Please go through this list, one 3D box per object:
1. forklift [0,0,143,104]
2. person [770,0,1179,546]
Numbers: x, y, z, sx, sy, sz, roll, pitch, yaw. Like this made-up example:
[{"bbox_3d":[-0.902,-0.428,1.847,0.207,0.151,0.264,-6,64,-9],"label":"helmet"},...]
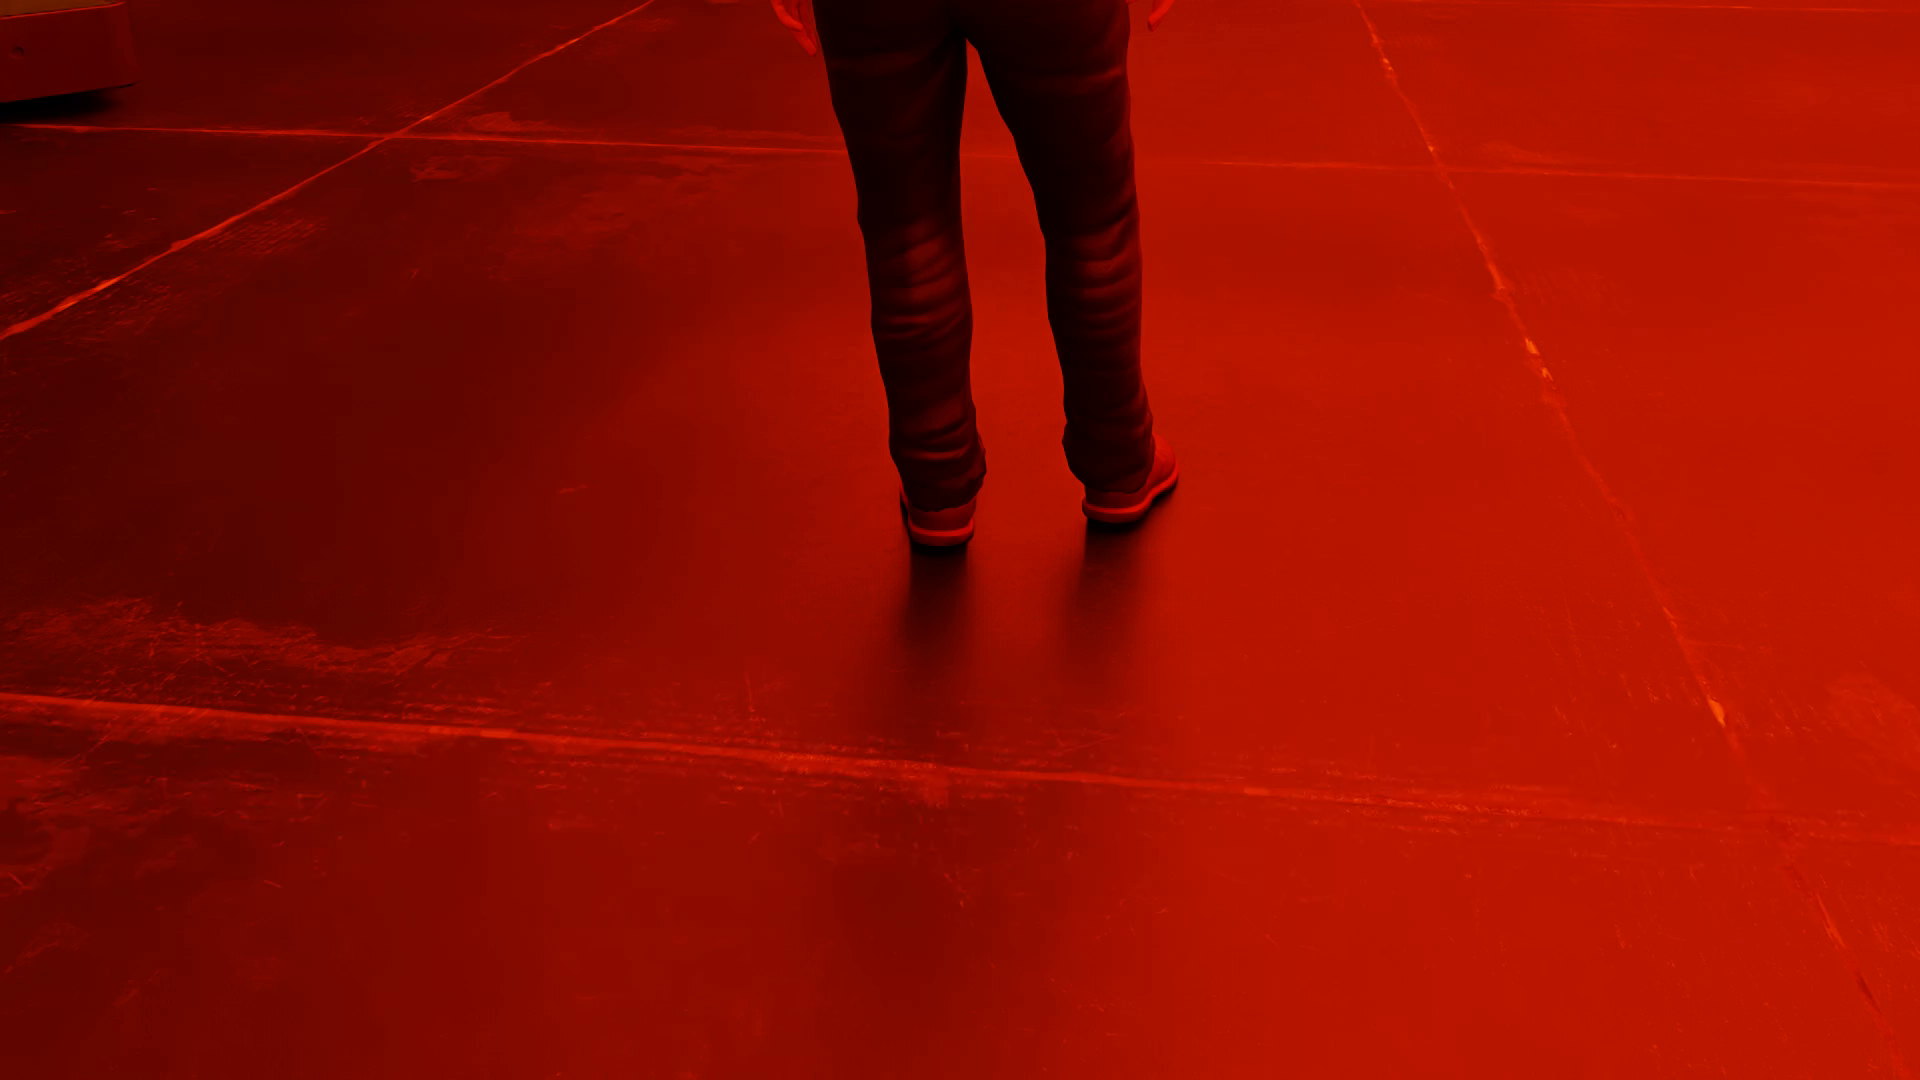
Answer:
[{"bbox_3d":[-3.993,-2.983,5.197,3.031,2.935,1.130,23,34,38],"label":"forklift"},{"bbox_3d":[0.035,-0.782,2.206,0.598,1.651,0.502,3,27,7],"label":"person"}]
